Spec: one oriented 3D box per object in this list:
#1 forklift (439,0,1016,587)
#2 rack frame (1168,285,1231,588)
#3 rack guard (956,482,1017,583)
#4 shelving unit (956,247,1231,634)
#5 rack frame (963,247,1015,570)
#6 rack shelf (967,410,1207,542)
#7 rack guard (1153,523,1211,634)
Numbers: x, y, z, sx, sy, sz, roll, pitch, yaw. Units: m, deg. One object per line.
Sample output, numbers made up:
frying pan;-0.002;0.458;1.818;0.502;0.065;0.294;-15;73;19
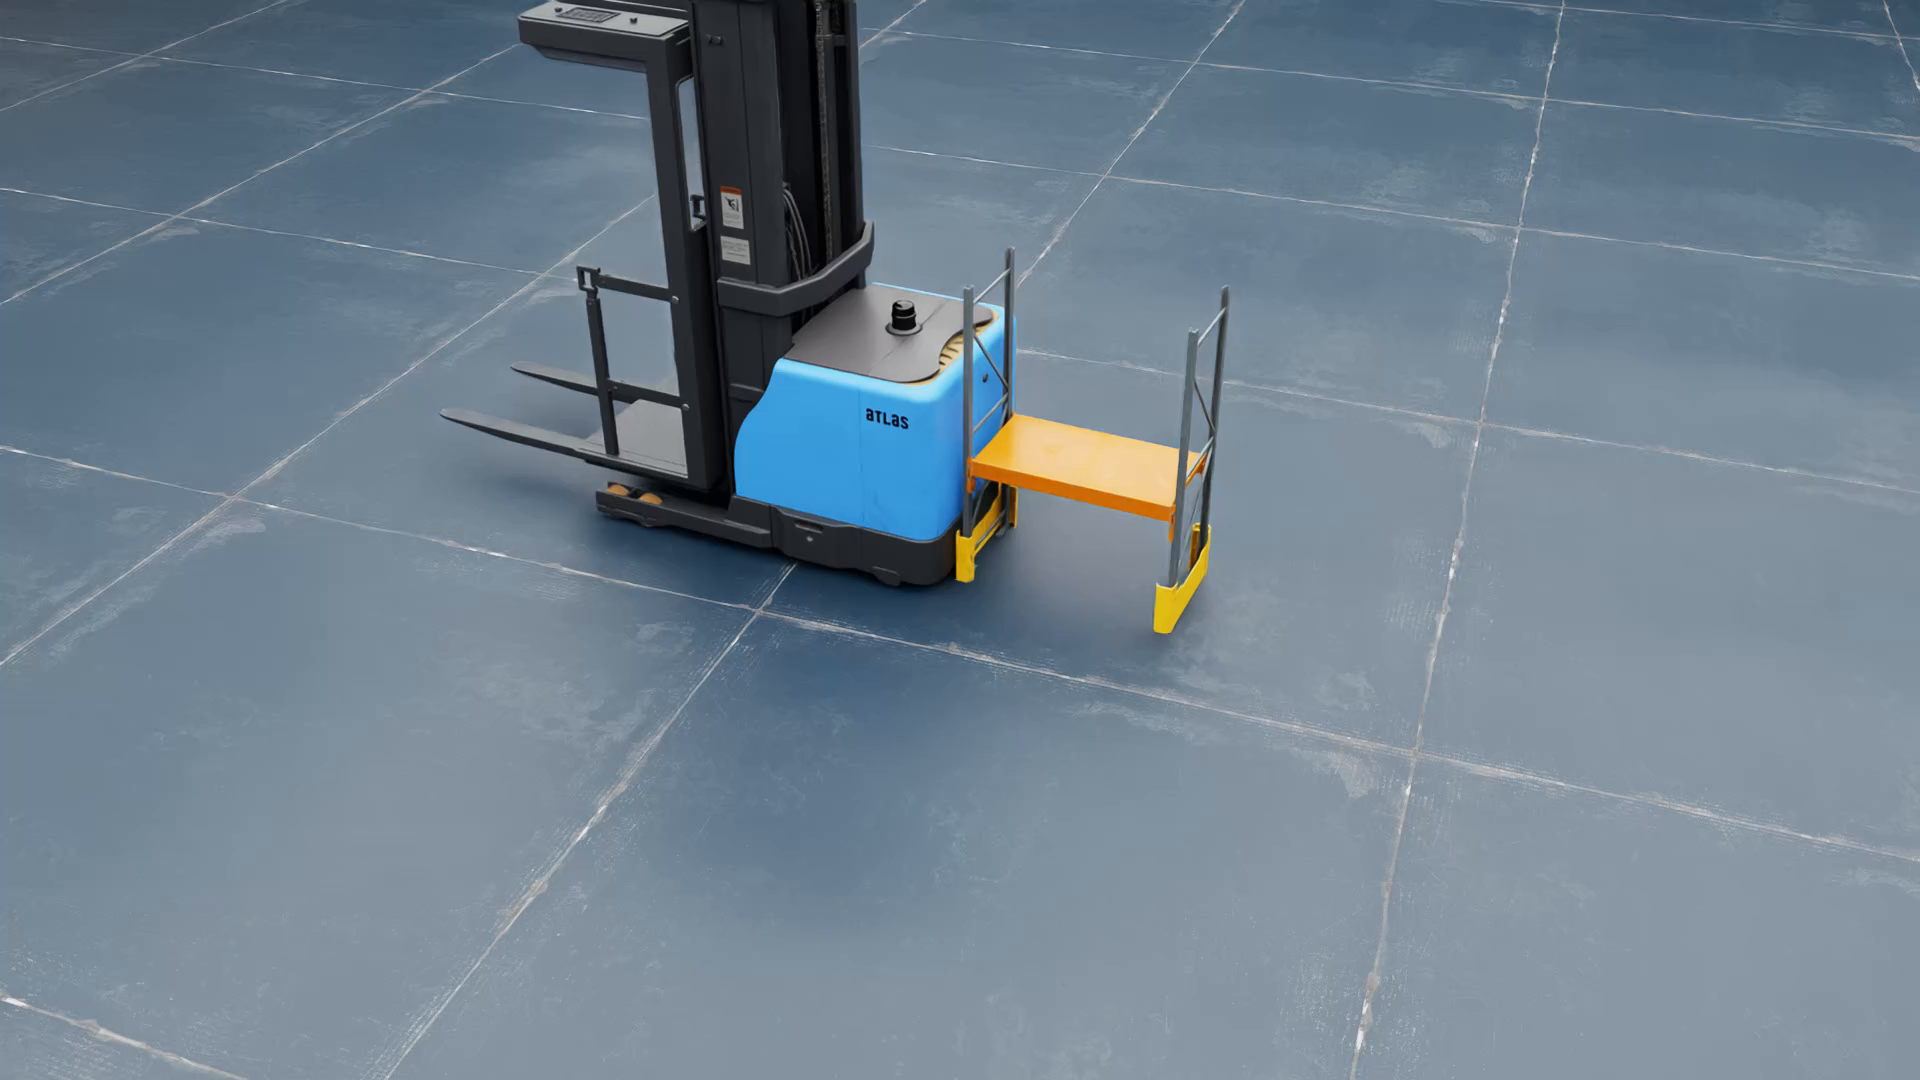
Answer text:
forklift;-1.275;-1.541;7.935;3.031;2.935;1.130;14;35;21
rack frame;1.055;-0.345;7.402;0.032;1.500;0.500;14;35;21
rack guard;0.132;-0.051;8.098;0.087;0.250;0.587;14;35;21
shelving unit;0.585;-0.463;7.584;1.083;1.500;0.587;14;35;21
rack frame;0.131;-0.576;7.759;0.032;1.500;0.500;14;35;21
rack shelf;0.593;-0.310;7.678;1.000;0.185;0.538;14;35;21
rack guard;1.037;0.175;7.748;0.087;0.250;0.587;14;35;21
